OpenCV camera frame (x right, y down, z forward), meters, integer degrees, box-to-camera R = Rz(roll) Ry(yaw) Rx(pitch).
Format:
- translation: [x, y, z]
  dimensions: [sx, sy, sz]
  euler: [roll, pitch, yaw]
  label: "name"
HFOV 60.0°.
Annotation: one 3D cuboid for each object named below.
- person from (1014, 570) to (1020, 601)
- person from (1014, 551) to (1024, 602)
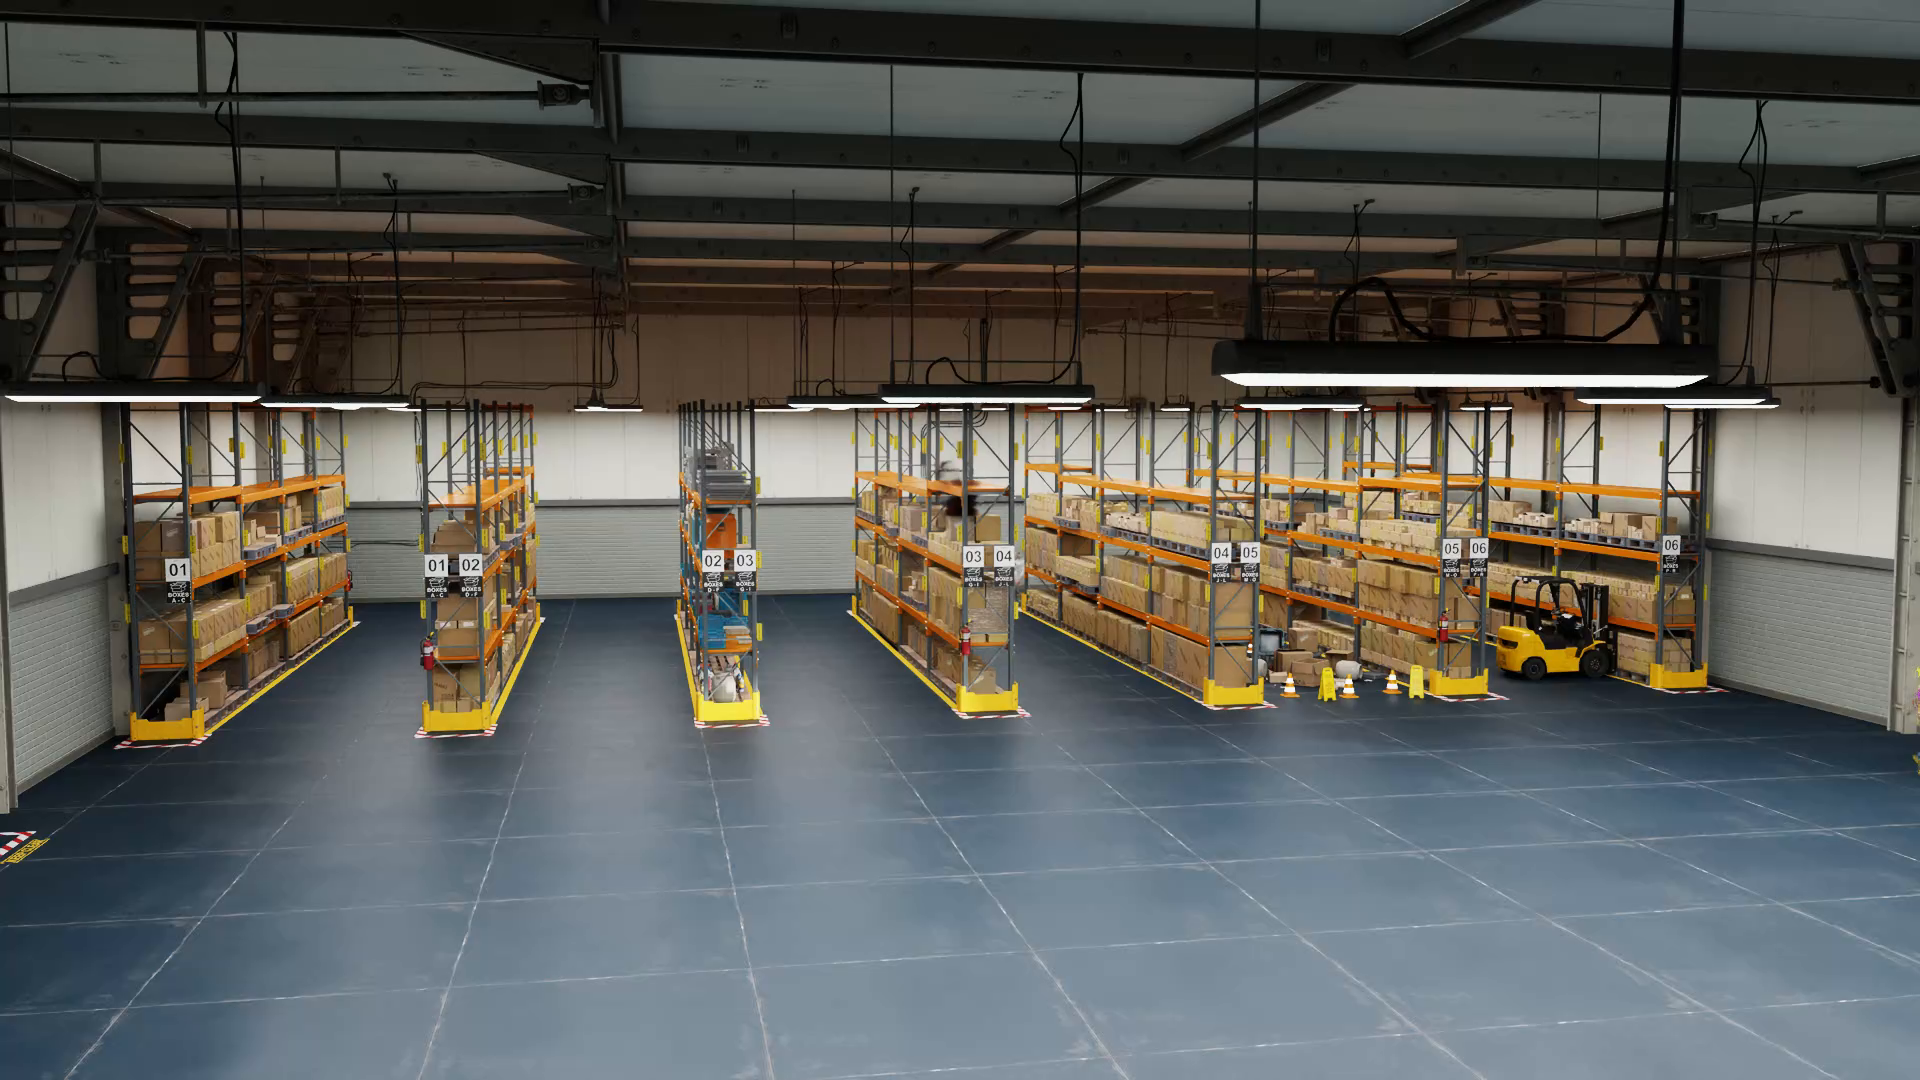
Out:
- translation: [1.313, 1.431, 45.196]
  dimensions: [0.628, 1.805, 0.898]
  euler: [0, 4, -4]
  label: "person"
- translation: [1.679, 1.147, 49.763]
  dimensions: [0.732, 1.659, 0.671]
  euler: [-3, 5, -32]
  label: "person"
